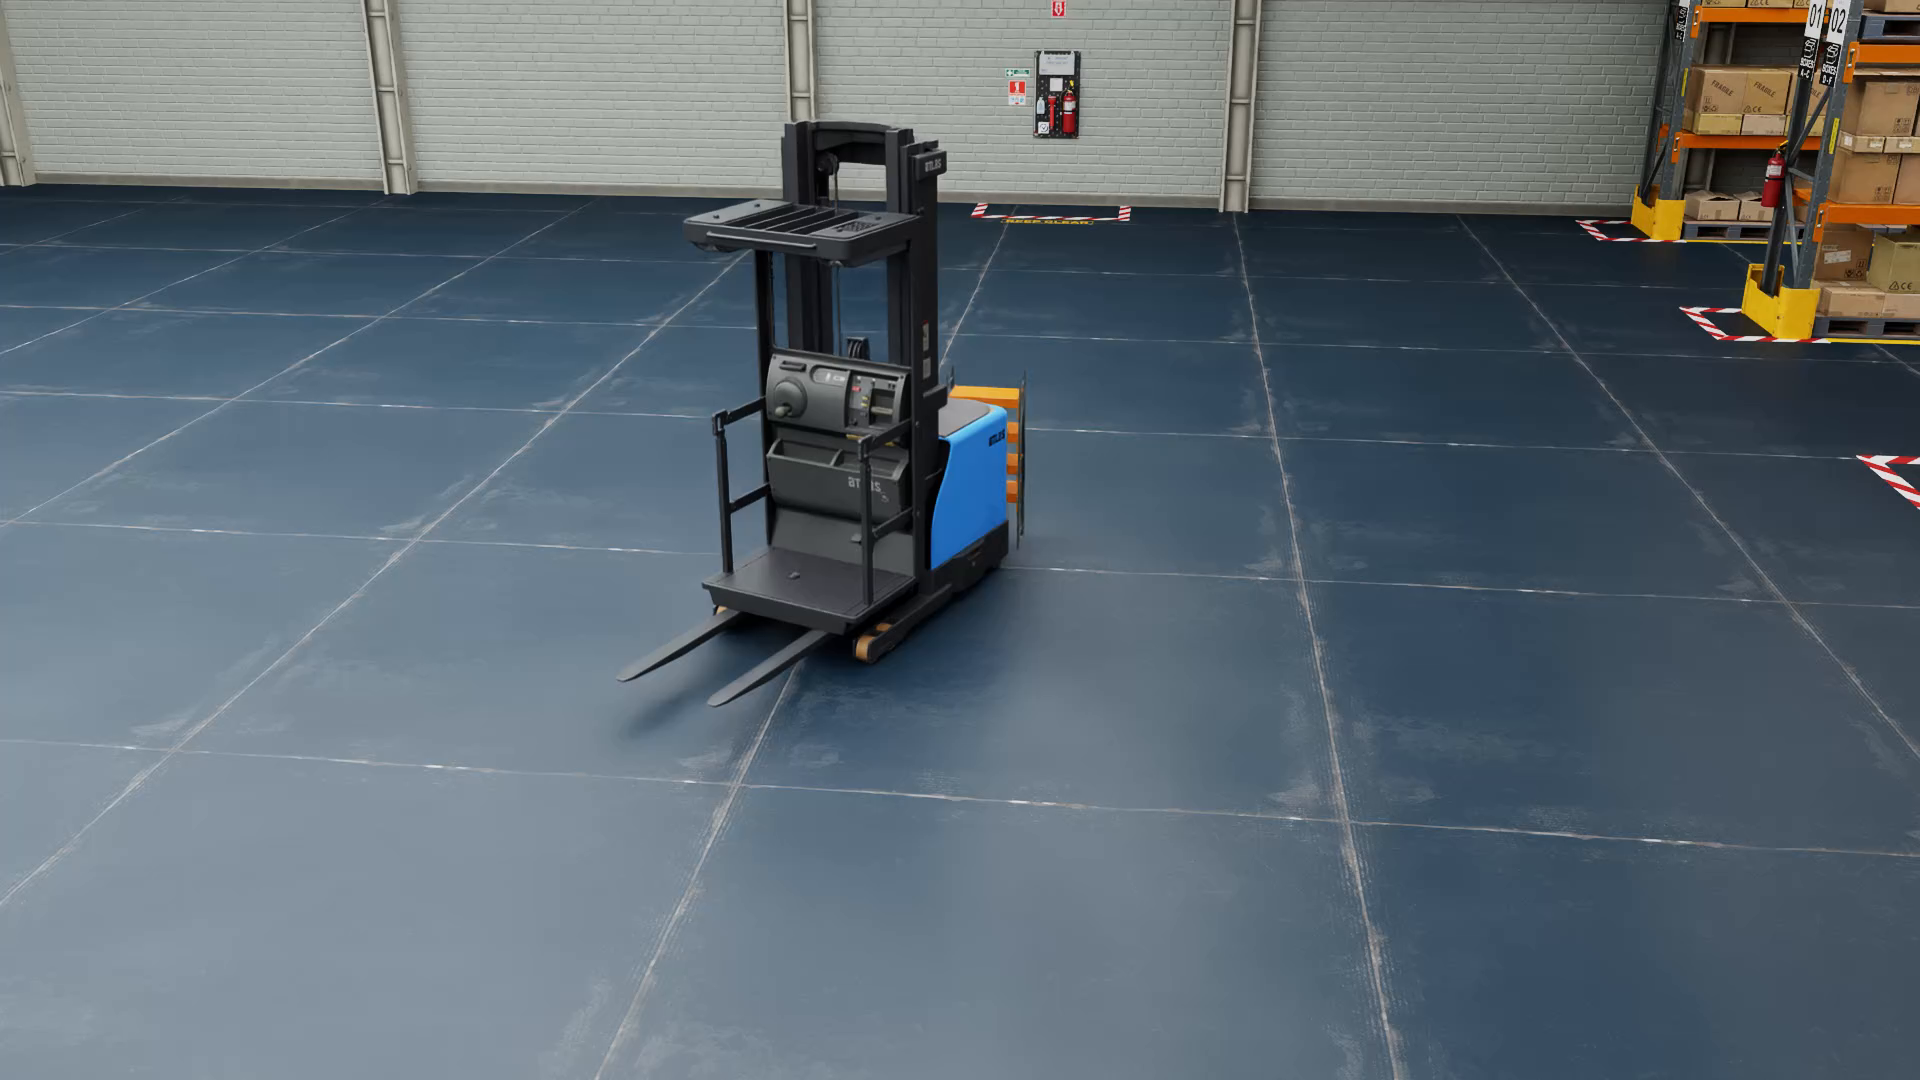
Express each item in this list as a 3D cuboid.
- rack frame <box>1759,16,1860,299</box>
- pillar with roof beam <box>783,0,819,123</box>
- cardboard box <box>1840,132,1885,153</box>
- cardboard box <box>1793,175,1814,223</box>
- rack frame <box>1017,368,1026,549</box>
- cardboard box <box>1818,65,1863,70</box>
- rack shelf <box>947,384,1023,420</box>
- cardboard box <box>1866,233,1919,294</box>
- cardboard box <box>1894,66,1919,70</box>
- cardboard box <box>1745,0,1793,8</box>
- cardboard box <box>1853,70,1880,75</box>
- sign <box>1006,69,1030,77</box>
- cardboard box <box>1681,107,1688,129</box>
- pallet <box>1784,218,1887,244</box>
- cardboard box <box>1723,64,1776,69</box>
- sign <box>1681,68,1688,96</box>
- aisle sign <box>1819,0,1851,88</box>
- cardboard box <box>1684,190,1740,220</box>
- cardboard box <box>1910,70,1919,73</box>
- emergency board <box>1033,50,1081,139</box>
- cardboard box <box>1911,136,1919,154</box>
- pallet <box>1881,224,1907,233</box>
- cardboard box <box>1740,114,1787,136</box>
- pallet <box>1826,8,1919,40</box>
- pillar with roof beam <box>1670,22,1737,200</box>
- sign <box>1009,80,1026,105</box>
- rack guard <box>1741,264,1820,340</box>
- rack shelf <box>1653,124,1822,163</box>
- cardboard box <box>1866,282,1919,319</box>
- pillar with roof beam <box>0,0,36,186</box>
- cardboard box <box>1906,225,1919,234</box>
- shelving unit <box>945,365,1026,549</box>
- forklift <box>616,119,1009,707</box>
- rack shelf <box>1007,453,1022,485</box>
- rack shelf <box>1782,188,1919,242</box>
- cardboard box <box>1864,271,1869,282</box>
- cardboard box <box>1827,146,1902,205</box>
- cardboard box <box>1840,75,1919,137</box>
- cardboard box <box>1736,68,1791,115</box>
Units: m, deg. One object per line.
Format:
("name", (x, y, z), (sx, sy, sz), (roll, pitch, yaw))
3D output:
("rack frame", (8.355, -3.594, 16.450), (0.127, 3.000, 1.000), (2, 22, 6))
("pillar with roof beam", (-2.692, -7.425, 17.982), (0.400, 9.000, 9.100), (2, 22, 6))
("cardboard box", (8.719, -3.846, 16.070), (0.250, 0.149, 0.380), (2, 22, 6))
("cardboard box", (10.899, -4.307, 21.056), (0.500, 0.500, 0.700), (1, 22, 3))
("rack frame", (0.413, -0.541, 11.175), (0.015, 1.200, 0.240), (4, 22, 9))
("cardboard box", (10.940, -5.680, 20.884), (0.500, 0.500, 0.500), (3, 22, 7))
("rack shelf", (0.173, -0.922, 11.070), (0.480, 0.148, 0.258), (4, 22, 9))
("cardboard box", (9.358, -2.734, 16.423), (0.500, 0.500, 0.500), (2, 22, 6))
("cardboard box", (11.951, -5.638, 20.778), (0.500, 0.500, 0.500), (2, 22, 6))
("cardboard box", (9.766, -6.711, 20.092), (0.500, 0.500, 0.500), (4, 22, 10))
("cardboard box", (10.889, -5.493, 20.410), (0.500, 0.500, 0.500), (3, 22, 8))
("sign", (0.790, -6.390, 22.752), (0.331, 0.109, 0.001), (2, 22, 6))
("cardboard box", (9.421, -5.392, 21.177), (0.500, 0.250, 0.500), (3, 22, 7))
("pallet", (11.020, -4.001, 21.272), (1.213, 0.211, 1.003), (2, 22, 6))
("cardboard box", (9.926, -5.723, 20.991), (0.500, 0.500, 0.500), (3, 22, 7))
("sign", (8.871, -5.607, 20.365), (0.005, 0.325, 0.100), (2, 22, 6))
("aisle sign", (8.254, -4.694, 15.696), (0.004, 0.787, 0.394), (2, 22, 6))
("cardboard box", (9.611, -4.294, 21.279), (0.500, 0.311, 0.500), (0, 22, 0))
("cardboard box", (11.904, -5.445, 20.289), (0.500, 0.500, 0.500), (2, 22, 6))
("emergency board", (1.323, -6.068, 22.709), (0.643, 1.169, 0.194), (2, 22, 6))
("cardboard box", (9.229, -3.824, 16.015), (0.250, 0.149, 0.380), (3, 22, 7))
("pallet", (12.235, -3.949, 21.141), (1.213, 0.211, 1.003), (2, 22, 6))
("cardboard box", (9.899, -5.188, 20.658), (0.500, 0.250, 0.500), (2, 22, 5))
("pallet", (9.054, -4.907, 15.813), (1.213, 0.211, 1.003), (2, 22, 6))
("pillar with roof beam", (9.225, -6.906, 16.668), (0.400, 9.000, 9.100), (2, 22, 6))
("sign", (0.786, -6.147, 22.859), (0.234, 0.329, 0.001), (2, 22, 6))
("rack guard", (8.331, -2.432, 16.912), (0.348, 0.500, 1.175), (2, 22, 6))
("rack shelf", (10.920, -4.981, 20.938), (4.000, 0.370, 1.077), (2, 22, 6))
("cardboard box", (9.358, -2.386, 16.563), (0.500, 0.250, 0.500), (2, 22, 6))
("pillar with roof beam", (-14.609, -7.944, 19.295), (0.400, 9.000, 9.100), (2, 22, 6))
("cardboard box", (9.917, -2.906, 16.860), (0.500, 0.500, 0.500), (2, 22, 6))
("shelving unit", (0.173, -0.556, 11.215), (0.503, 1.200, 0.258), (4, 22, 9))
("forklift", (-0.832, -0.837, 9.570), (1.130, 2.935, 3.031), (11, 24, 27))
("rack shelf", (0.173, -0.494, 11.240), (0.480, 0.148, 0.258), (4, 22, 9))
("rack shelf", (10.341, -3.173, 16.363), (4.000, 0.370, 1.077), (2, 22, 6))
("cardboard box", (9.420, -2.578, 17.049), (0.500, 0.250, 0.500), (2, 22, 6))
("cardboard box", (8.817, -3.615, 16.368), (0.500, 0.500, 0.700), (3, 22, 6))
("cardboard box", (8.870, -4.216, 16.124), (0.500, 0.500, 0.700), (3, 22, 6))
("cardboard box", (9.863, -5.535, 20.518), (0.500, 0.500, 0.500), (3, 22, 6))
